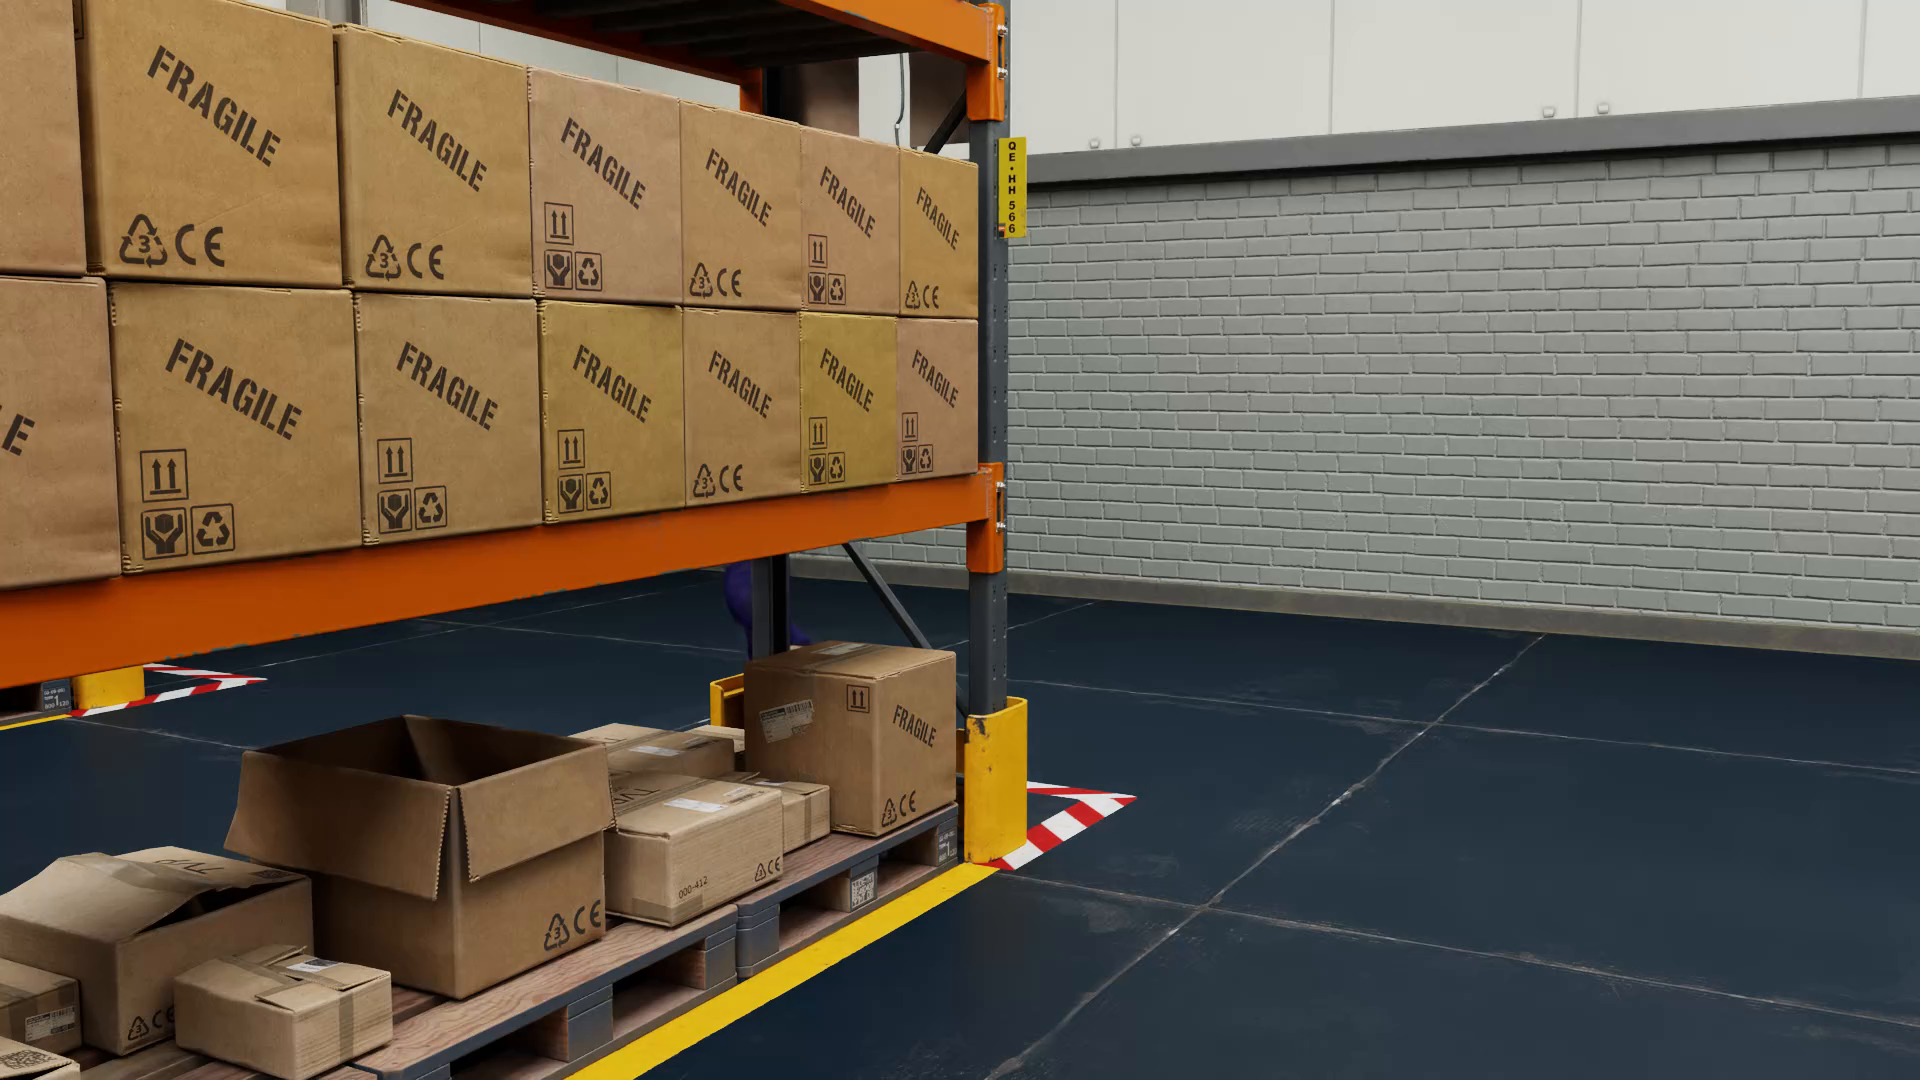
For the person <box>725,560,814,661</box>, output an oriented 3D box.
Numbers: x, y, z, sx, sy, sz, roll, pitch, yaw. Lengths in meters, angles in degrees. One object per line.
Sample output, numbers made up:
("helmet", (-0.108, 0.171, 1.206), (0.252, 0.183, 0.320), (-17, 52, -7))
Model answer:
("person", (-0.966, -0.037, 8.361), (0.532, 1.630, 0.562), (-1, 6, -5))
